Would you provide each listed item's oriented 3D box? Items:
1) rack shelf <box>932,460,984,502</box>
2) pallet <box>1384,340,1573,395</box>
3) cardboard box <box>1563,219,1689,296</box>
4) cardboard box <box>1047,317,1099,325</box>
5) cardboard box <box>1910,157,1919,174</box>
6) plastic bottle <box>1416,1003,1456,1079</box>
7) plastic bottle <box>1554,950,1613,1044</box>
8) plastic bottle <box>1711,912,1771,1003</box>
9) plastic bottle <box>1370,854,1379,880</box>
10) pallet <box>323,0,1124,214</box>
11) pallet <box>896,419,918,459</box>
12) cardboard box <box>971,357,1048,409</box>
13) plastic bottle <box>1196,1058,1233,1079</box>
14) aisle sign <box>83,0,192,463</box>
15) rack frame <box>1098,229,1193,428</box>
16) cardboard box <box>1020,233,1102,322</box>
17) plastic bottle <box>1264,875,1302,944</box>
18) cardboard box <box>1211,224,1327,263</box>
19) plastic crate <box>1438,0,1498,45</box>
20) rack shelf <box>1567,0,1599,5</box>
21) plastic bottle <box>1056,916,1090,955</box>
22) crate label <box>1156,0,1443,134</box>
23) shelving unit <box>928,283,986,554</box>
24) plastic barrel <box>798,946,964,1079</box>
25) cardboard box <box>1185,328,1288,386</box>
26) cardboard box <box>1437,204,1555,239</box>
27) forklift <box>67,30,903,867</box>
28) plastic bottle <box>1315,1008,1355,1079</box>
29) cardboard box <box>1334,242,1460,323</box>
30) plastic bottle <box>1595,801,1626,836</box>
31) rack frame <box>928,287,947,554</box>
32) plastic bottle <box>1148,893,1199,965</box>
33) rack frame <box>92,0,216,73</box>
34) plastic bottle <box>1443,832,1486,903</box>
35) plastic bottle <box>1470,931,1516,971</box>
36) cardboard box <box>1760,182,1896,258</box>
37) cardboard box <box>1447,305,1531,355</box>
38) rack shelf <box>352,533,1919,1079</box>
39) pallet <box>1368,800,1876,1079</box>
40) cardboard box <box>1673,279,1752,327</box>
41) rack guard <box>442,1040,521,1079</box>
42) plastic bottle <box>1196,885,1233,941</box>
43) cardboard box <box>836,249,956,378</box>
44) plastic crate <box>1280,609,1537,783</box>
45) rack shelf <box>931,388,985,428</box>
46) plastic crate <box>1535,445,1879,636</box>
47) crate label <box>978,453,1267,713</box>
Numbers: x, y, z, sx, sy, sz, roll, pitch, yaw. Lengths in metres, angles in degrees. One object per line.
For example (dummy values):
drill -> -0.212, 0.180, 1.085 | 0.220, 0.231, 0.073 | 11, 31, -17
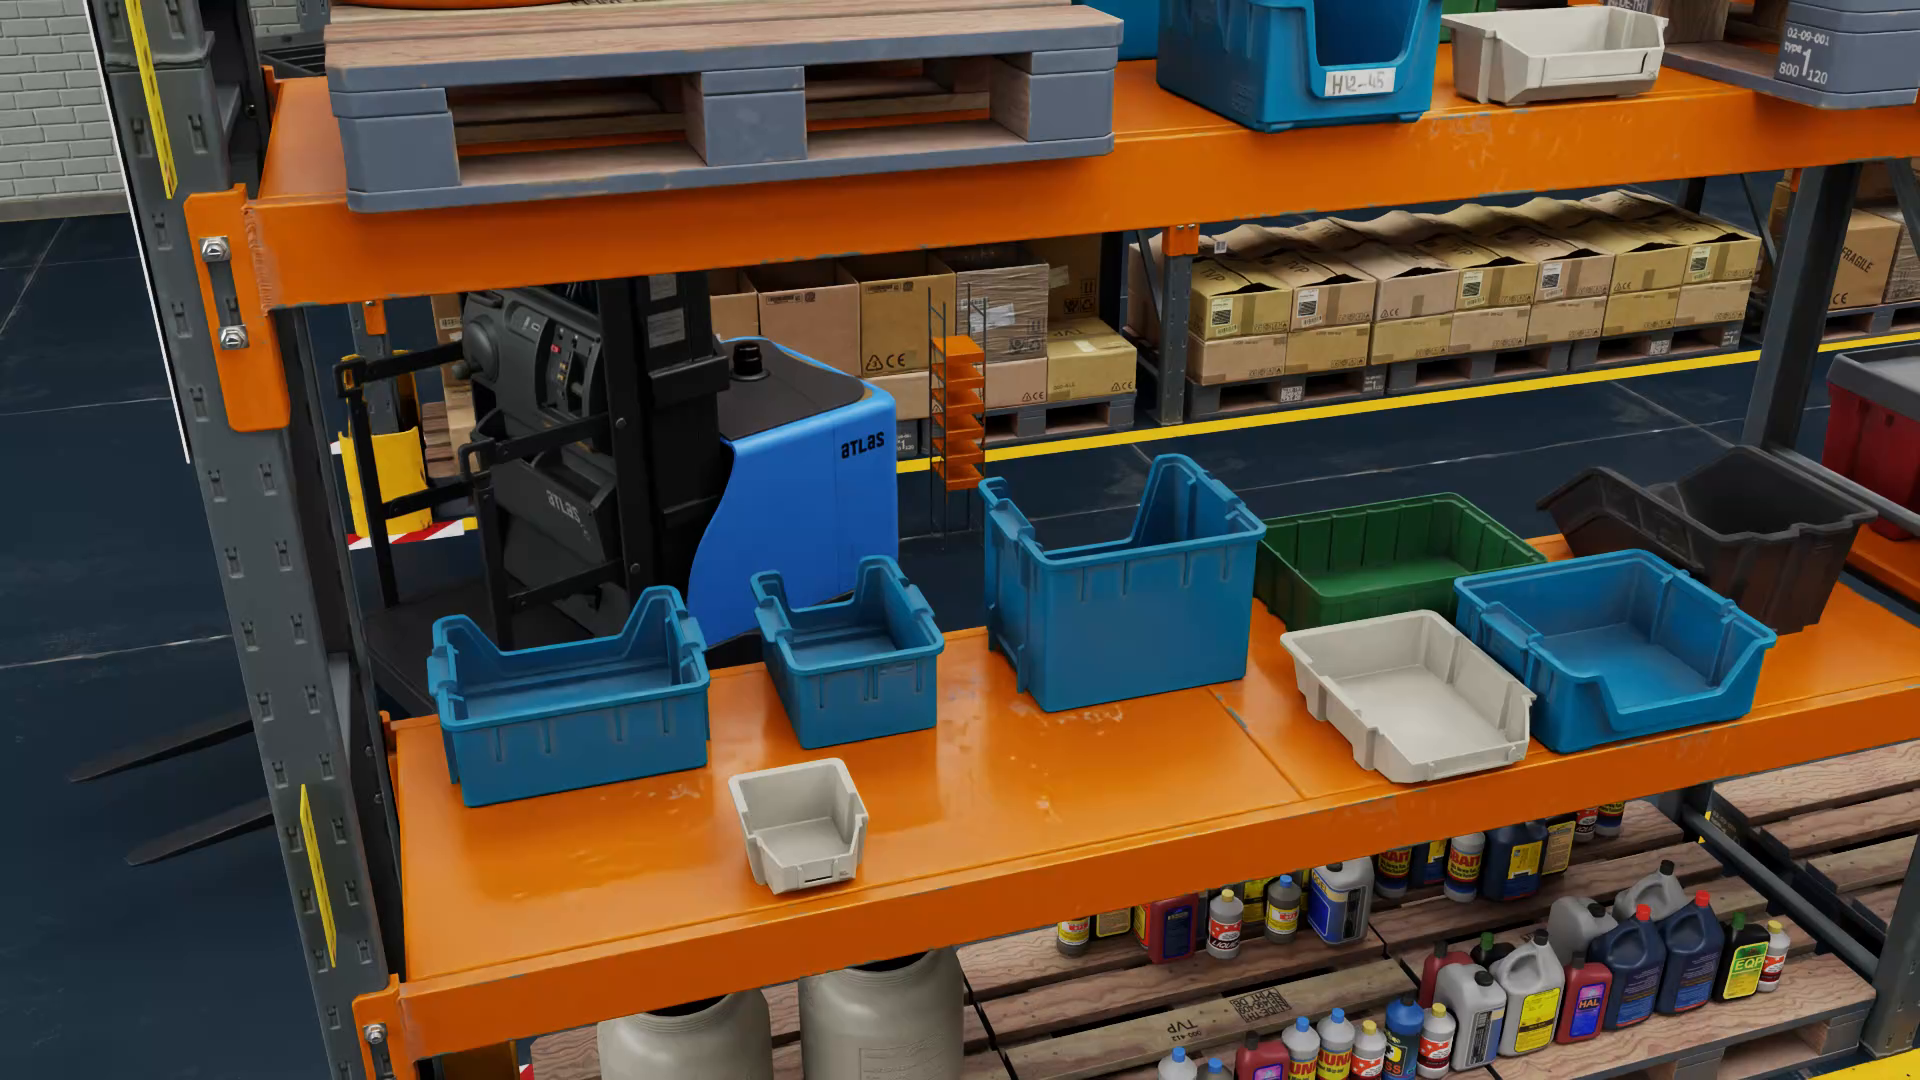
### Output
rack shelf -> -0.014, -0.281, 7.606 | 0.180, 0.103, 0.258 | -8, 28, -16
pallet -> 2.844, -1.209, 9.947 | 1.213, 0.211, 1.003 | -8, 28, -16
cardboard box -> 3.883, -1.678, 9.746 | 0.500, 0.311, 0.500 | -9, 28, -17
cardboard box -> 0.459, -1.191, 9.395 | 0.500, 0.250, 0.500 | -8, 28, -16
cardboard box -> 6.637, -2.514, 10.914 | 0.500, 0.250, 0.500 | -9, 28, -17
plastic bottle -> 1.252, 1.311, 4.388 | 0.097, 0.201, 0.097 | 0, 26, 0
plastic bottle -> 1.676, 1.221, 4.476 | 0.133, 0.283, 0.061 | -6, 27, -13
plastic bottle -> 2.169, 1.150, 4.620 | 0.133, 0.283, 0.061 | -7, 27, -14
plastic bottle -> 1.278, 0.911, 5.101 | 0.133, 0.283, 0.061 | -7, 27, -14
pallet -> -0.463, -0.856, 2.940 | 1.213, 0.211, 1.003 | -8, 28, -16
pallet -> -0.938, -0.660, 8.841 | 1.213, 0.211, 1.003 | -8, 28, -16
cardboard box -> 0.142, -0.906, 8.821 | 0.500, 0.250, 0.500 | -8, 28, -16
plastic bottle -> 0.639, 1.400, 4.209 | 0.097, 0.201, 0.097 | 0, 26, 0
aisle sign -> -1.257, -0.555, 2.571 | 0.004, 0.787, 0.394 | -8, 28, -16
rack frame -> 0.993, -2.170, 8.748 | 0.127, 3.000, 1.000 | -8, 28, -16
cardboard box -> 0.456, -1.531, 9.237 | 0.500, 0.500, 0.500 | -8, 28, -16
plastic bottle -> 0.946, 1.072, 4.869 | 0.097, 0.201, 0.097 | 0, 26, 0
cardboard box -> 1.782, -1.629, 9.647 | 0.500, 0.311, 0.500 | -7, 27, -15
plastic crate -> 0.939, -1.222, 3.702 | 0.450, 0.188, 0.336 | -8, 28, -16
rack shelf -> 5.161, -4.768, 14.790 | 4.000, 0.370, 1.077 | -8, 28, -16
plastic bottle -> 0.331, 1.094, 4.826 | 0.097, 0.201, 0.097 | 0, 26, 0
crate label -> 0.603, -0.919, 3.022 | 0.408, 0.251, 0.502 | -8, 28, -16
shelving unit -> -0.014, -0.535, 7.479 | 0.189, 1.200, 0.258 | -8, 28, -16
plastic barrel -> -0.201, 1.210, 4.265 | 0.421, 0.512, 0.421 | 0, 26, 0
cardboard box -> 1.454, -1.077, 9.167 | 0.500, 0.250, 0.500 | -9, 28, -17
cardboard box -> 3.225, -1.835, 10.063 | 0.500, 0.311, 0.500 | -9, 28, -17
forklift -> -1.676, -0.650, 5.764 | 3.031, 2.935, 1.130 | -21, 33, -36
plastic bottle -> 0.962, 1.322, 4.288 | 0.097, 0.271, 0.097 | 0, 26, 0
cardboard box -> 2.433, -1.468, 9.322 | 0.500, 0.311, 0.500 | -9, 28, -18
plastic bottle -> 2.085, 0.808, 5.322 | 0.097, 0.271, 0.097 | 0, 26, 0
rack frame -> -0.101, -0.523, 7.454 | 0.006, 1.200, 0.240 | -8, 28, -16
plastic bottle -> 0.613, 1.079, 4.764 | 0.133, 0.283, 0.061 | -8, 28, -16
rack frame -> -1.280, -2.211, 2.085 | 0.127, 3.000, 1.000 | -8, 28, -16
plastic bottle -> 1.527, 0.957, 5.023 | 0.097, 0.271, 0.097 | 0, 26, 0
plastic bottle -> 1.455, 1.186, 4.548 | 0.133, 0.283, 0.061 | -8, 28, -16
cardboard box -> 5.613, -2.026, 10.775 | 0.500, 0.500, 0.500 | -7, 27, -14
cardboard box -> 2.916, -1.289, 9.594 | 0.500, 0.250, 0.500 | -8, 27, -15
rack shelf -> 0.622, 0.522, 4.133 | 4.000, 0.370, 1.077 | -8, 28, -16
pallet -> 1.872, 1.249, 4.997 | 1.213, 0.211, 1.003 | -8, 28, -16
cardboard box -> 4.372, -1.502, 10.022 | 0.500, 0.250, 0.500 | -8, 27, -15
rack guard -> -1.222, 1.565, 4.036 | 0.348, 0.500, 1.175 | -8, 28, -16
plastic bottle -> 0.711, 1.018, 4.894 | 0.135, 0.276, 0.152 | -9, 28, -18
cardboard box -> -0.333, -1.172, 8.514 | 0.500, 0.500, 0.500 | -8, 28, -16
plastic crate -> 1.058, 0.374, 3.921 | 0.437, 0.136, 0.530 | -8, 28, -16
rack shelf -> -0.014, -0.603, 7.446 | 0.180, 0.103, 0.258 | -8, 28, -16
plastic crate -> 1.987, -0.029, 4.505 | 0.504, 0.338, 0.767 | -8, 28, -16
crate label -> 0.387, 0.092, 4.152 | 0.616, 0.435, 0.502 | -8, 28, -16
